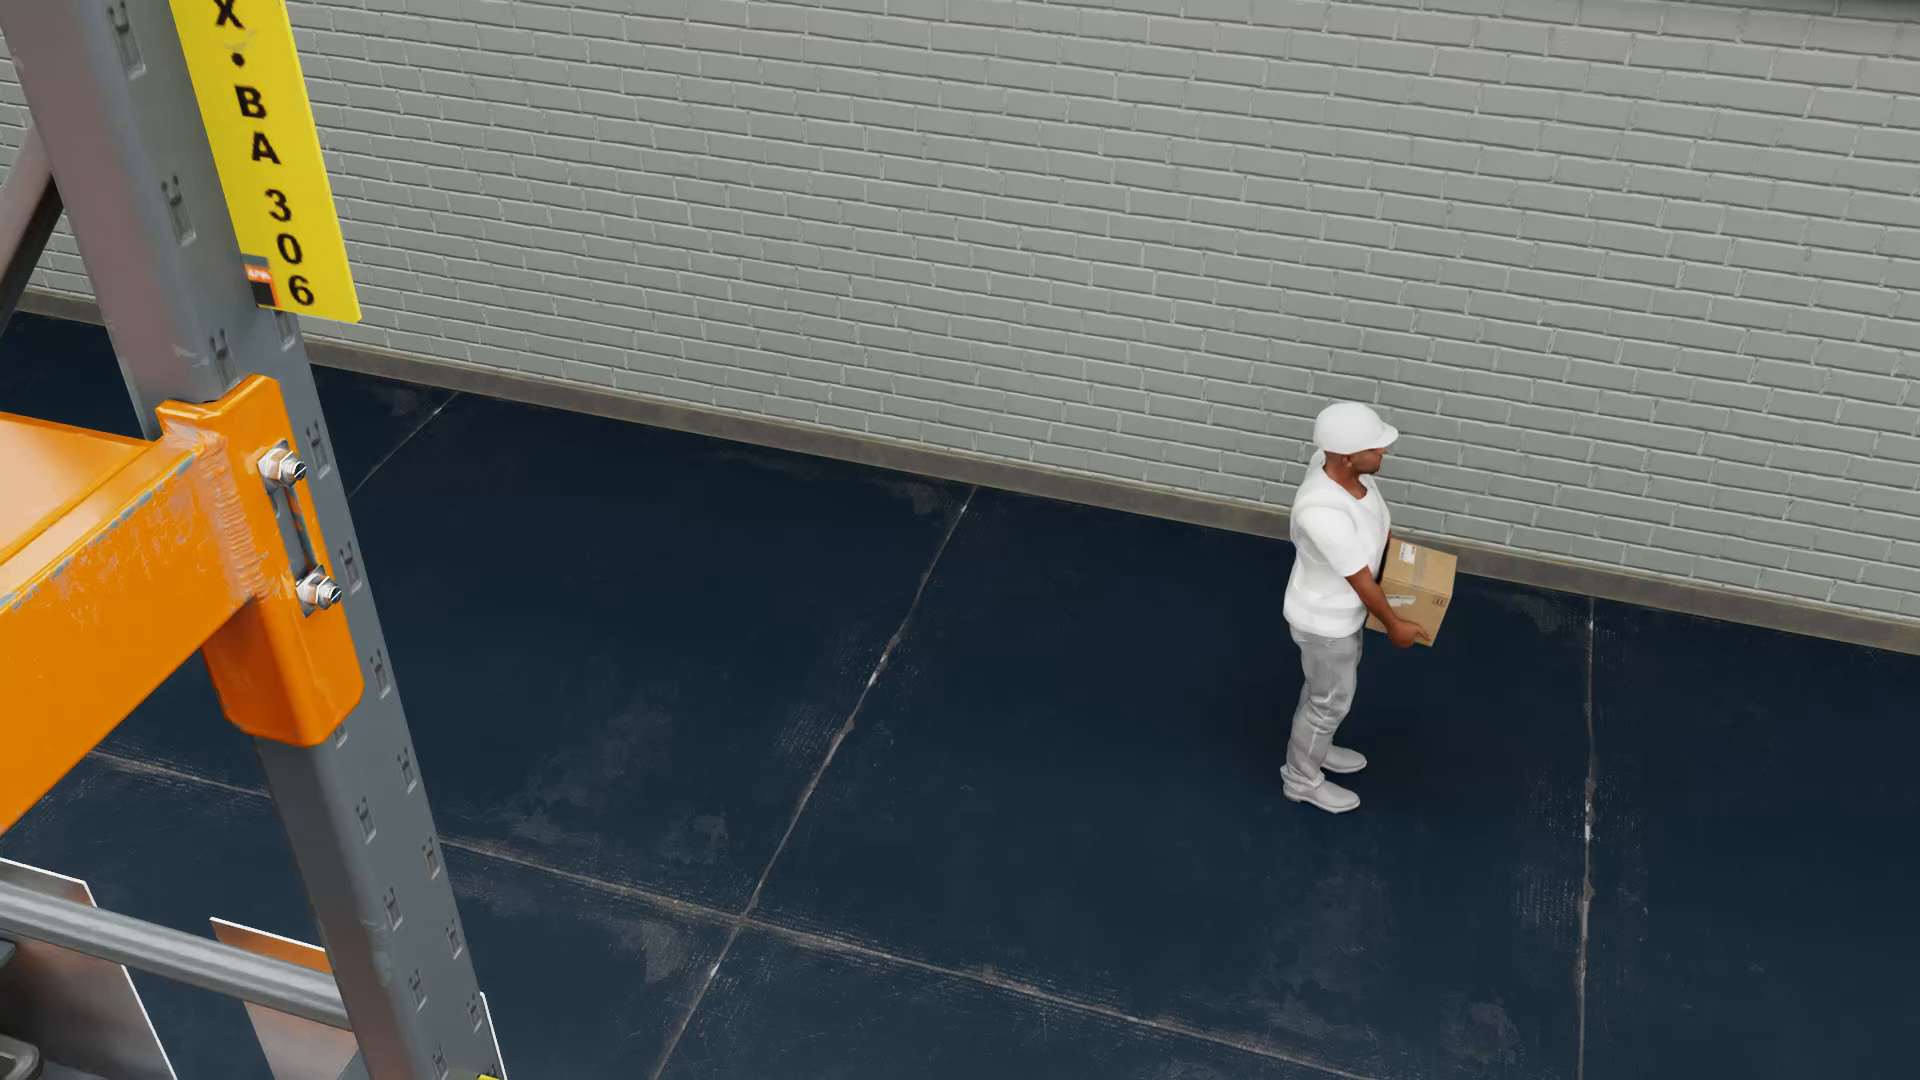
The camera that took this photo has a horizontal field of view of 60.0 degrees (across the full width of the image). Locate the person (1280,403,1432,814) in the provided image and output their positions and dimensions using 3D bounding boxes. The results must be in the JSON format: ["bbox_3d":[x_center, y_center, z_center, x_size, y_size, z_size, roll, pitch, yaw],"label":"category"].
[{"bbox_3d":[1.497,0.266,6.277,0.566,1.762,0.504,11,38,14],"label":"person"}]
